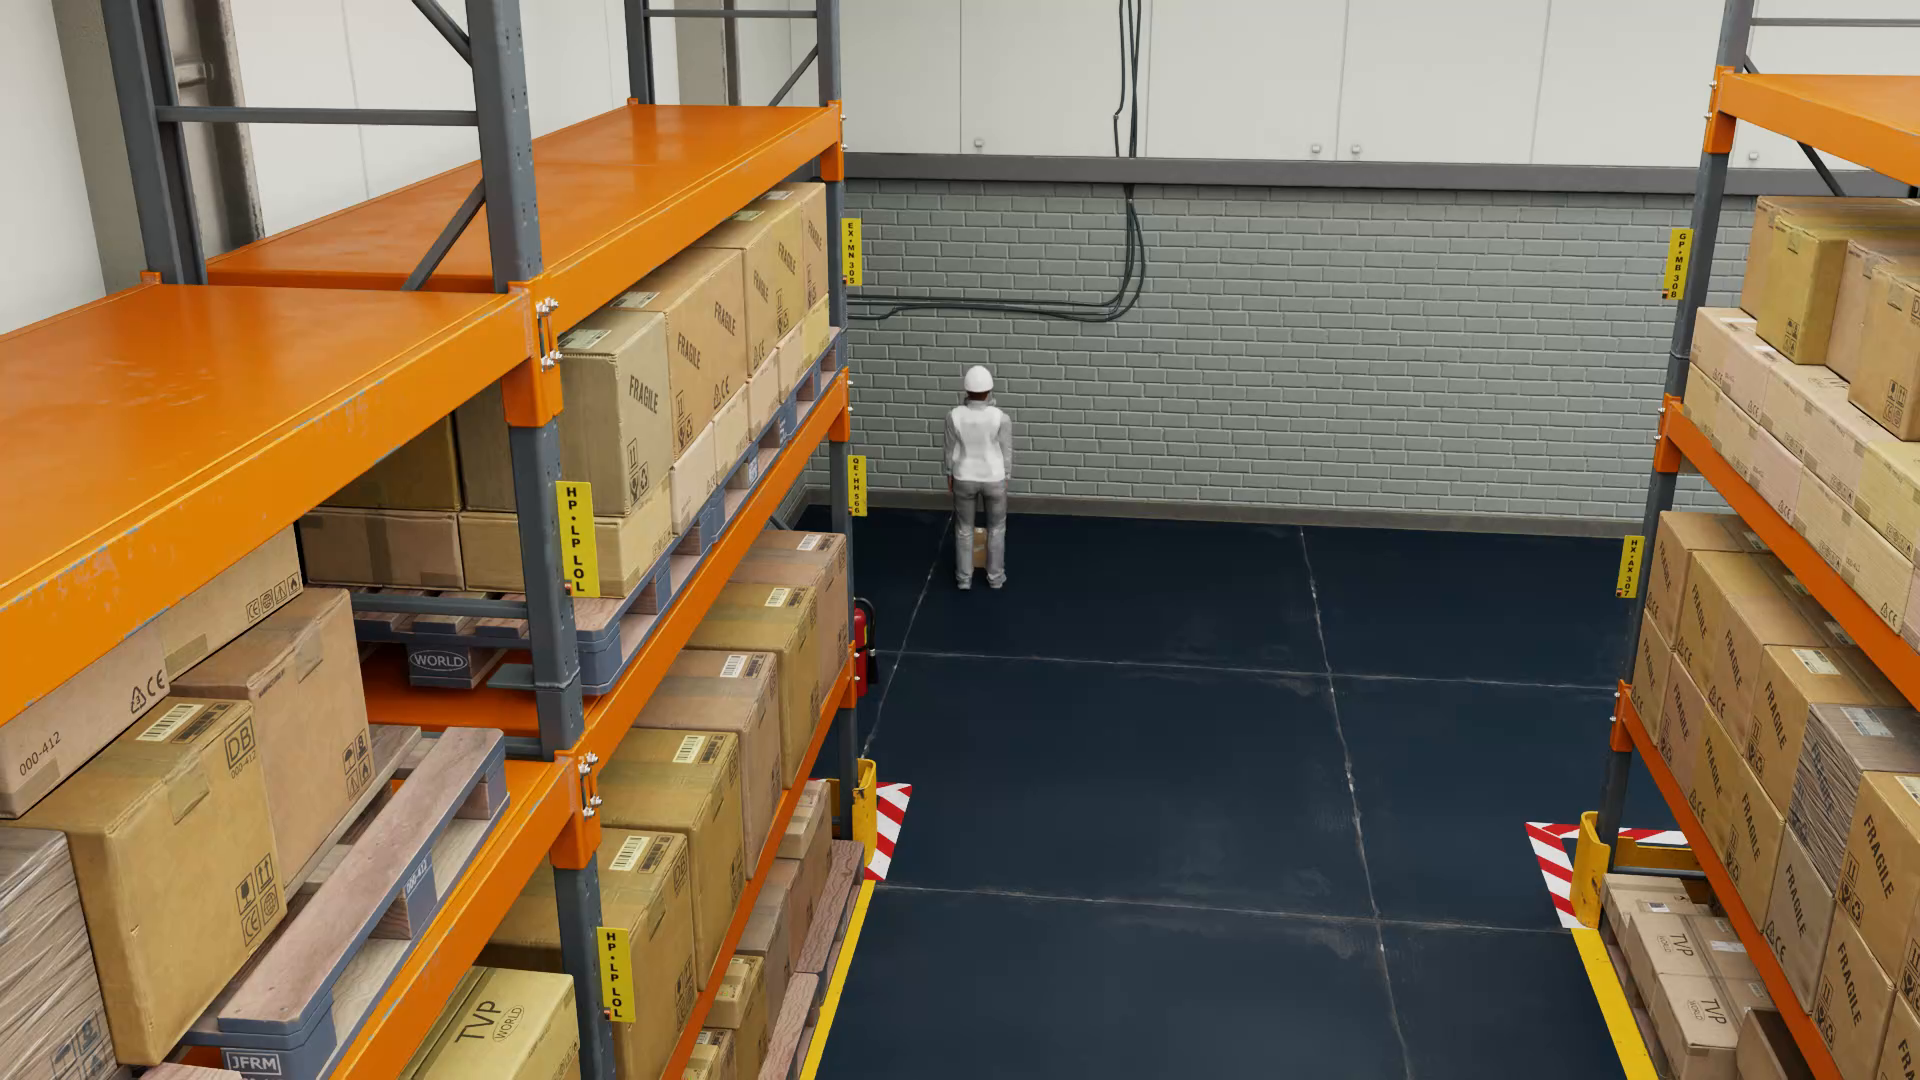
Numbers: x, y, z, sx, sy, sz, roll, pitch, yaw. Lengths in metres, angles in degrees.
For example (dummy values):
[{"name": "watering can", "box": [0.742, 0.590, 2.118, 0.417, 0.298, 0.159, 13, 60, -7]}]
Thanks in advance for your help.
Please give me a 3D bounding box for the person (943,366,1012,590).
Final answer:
[{"name": "person", "box": [0.137, -0.470, 12.744, 0.532, 1.788, 0.361, 3, 21, 8]}]
